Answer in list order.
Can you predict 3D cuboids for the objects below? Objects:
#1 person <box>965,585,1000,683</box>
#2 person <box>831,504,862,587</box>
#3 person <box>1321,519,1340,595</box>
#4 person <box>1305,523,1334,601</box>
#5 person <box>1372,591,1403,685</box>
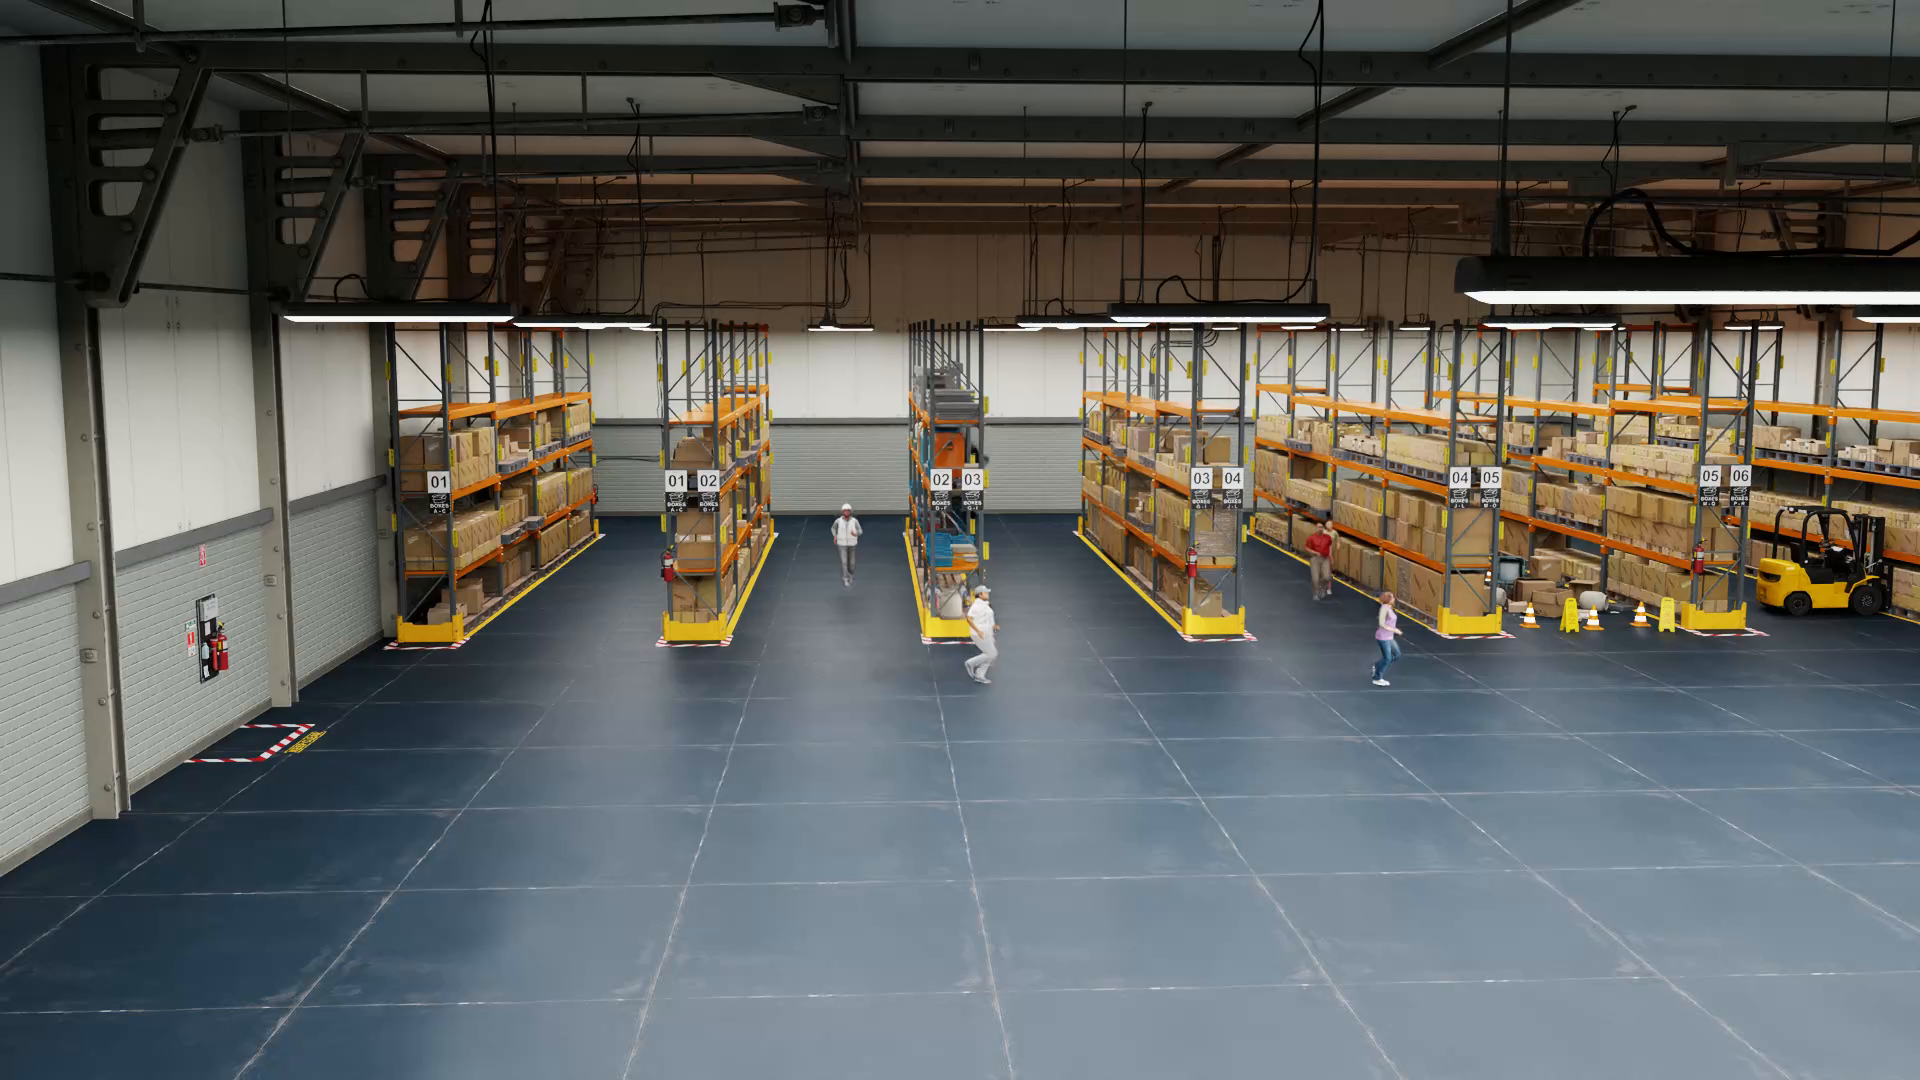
[{"bbox_3d":[0.377,1.555,27.376,0.549,1.627,0.607,2,7,16],"label":"person"},{"bbox_3d":[-2.449,0.116,36.052,0.667,1.790,0.852,-1,7,-8],"label":"person"},{"bbox_3d":[8.166,0.334,37.038,0.552,1.660,0.930,-1,7,-4],"label":"person"},{"bbox_3d":[7.748,0.476,35.715,0.652,1.687,0.602,0,7,-4],"label":"person"},{"bbox_3d":[6.966,1.605,27.091,0.520,1.561,0.540,4,8,27],"label":"person"}]
